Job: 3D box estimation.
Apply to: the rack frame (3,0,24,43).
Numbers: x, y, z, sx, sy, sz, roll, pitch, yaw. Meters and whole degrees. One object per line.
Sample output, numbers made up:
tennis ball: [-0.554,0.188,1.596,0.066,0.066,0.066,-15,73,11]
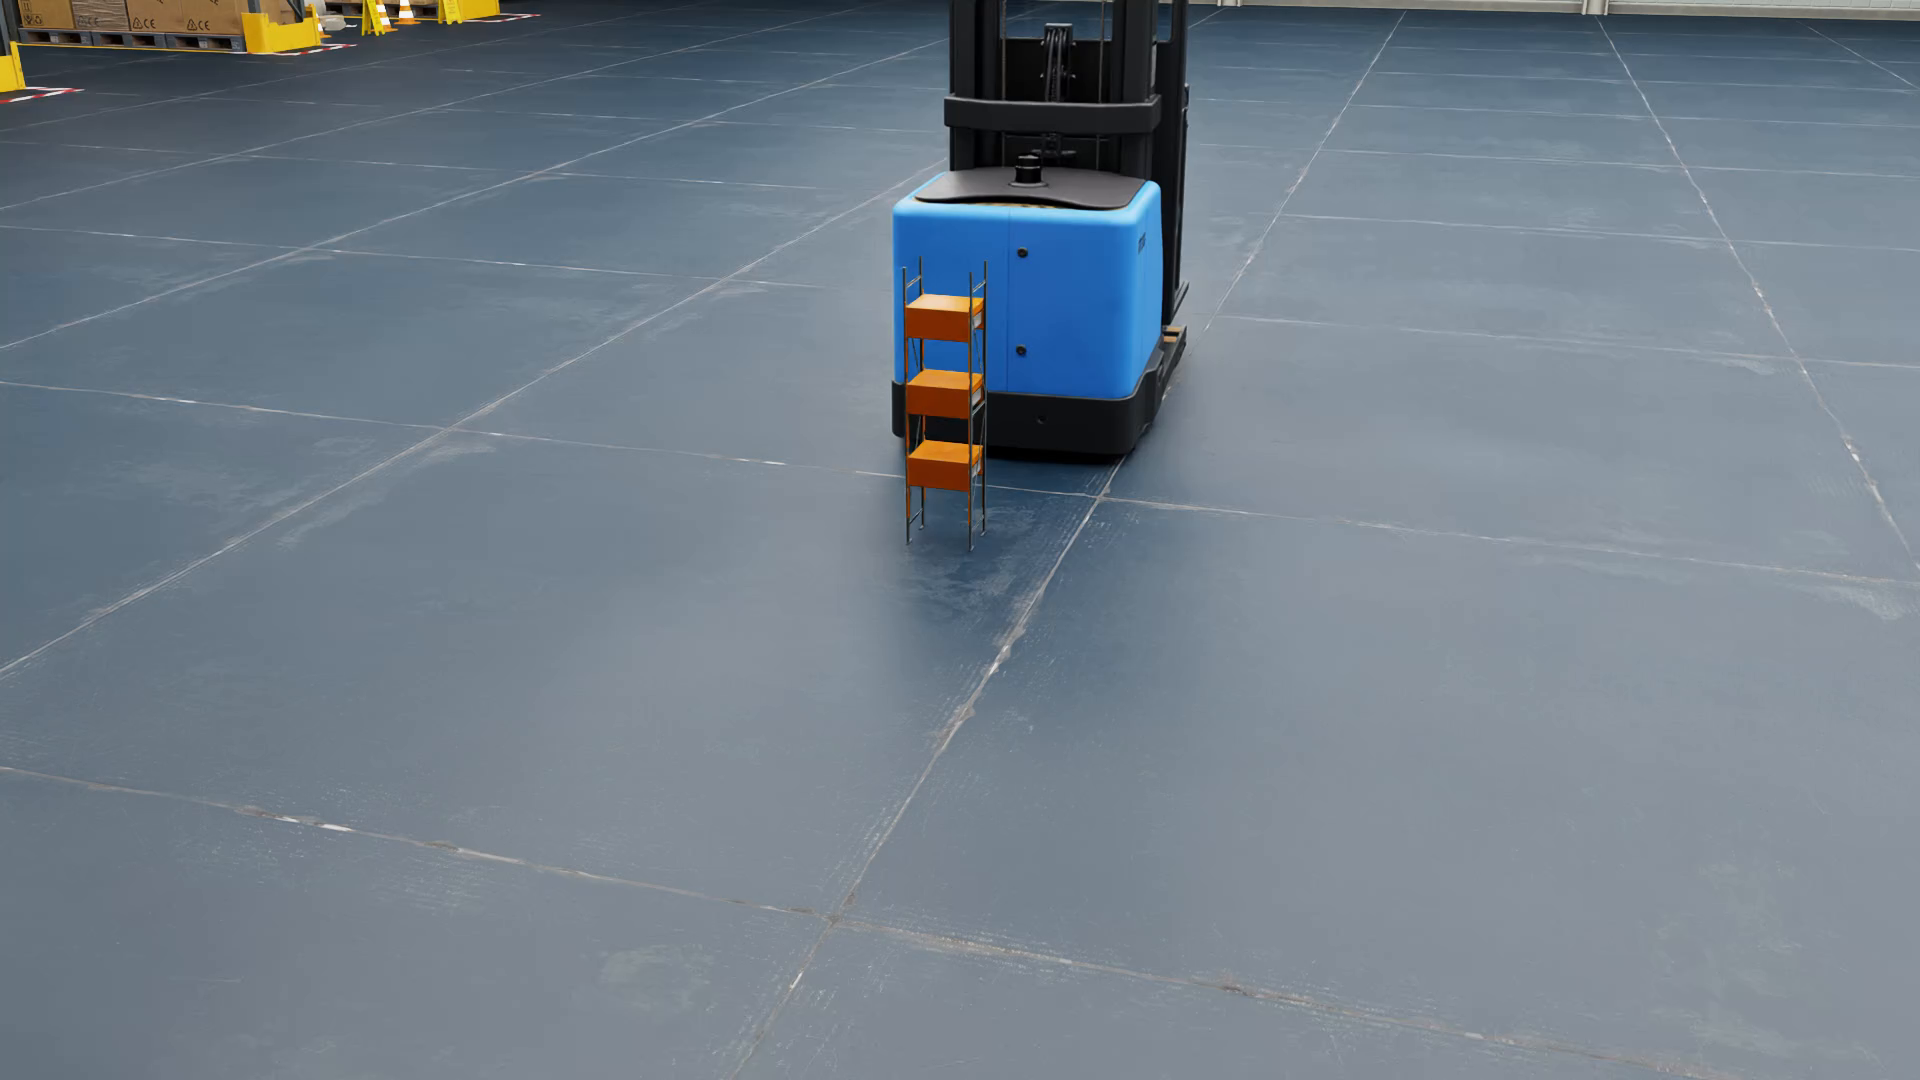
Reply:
rack frame: [-12.961,-8.459,22.940,0.127,3.000,1.000,7,23,16]

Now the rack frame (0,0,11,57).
rack frame: [-10.661,-6.230,17.505,0.127,3.000,1.000,7,23,16]

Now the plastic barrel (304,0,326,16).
plastic barrel: [-10.213,-8.315,25.983,0.512,0.421,0.421,-14,26,-30]

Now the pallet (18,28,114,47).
pallet: [-12.256,-7.057,23.197,1.213,0.211,1.003,7,23,15]

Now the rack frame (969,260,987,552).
rack frame: [0.066,-0.478,6.052,0.008,1.050,0.200,7,23,16]

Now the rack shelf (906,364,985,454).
rack shelf: [-0.051,-0.482,6.089,0.240,0.259,0.215,7,23,16]

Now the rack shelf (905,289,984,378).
rack shelf: [-0.051,-0.744,5.981,0.240,0.259,0.215,7,23,16]

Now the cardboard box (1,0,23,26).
cardboard box: [-13.581,-7.648,23.374,0.750,0.750,1.050,6,23,15]

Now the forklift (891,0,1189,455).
forklift: [0.548,-2.242,7.873,1.130,2.935,3.031,5,23,12]

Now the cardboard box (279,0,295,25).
cardboard box: [-10.211,-7.948,24.984,0.637,0.503,0.797,-9,24,-21]

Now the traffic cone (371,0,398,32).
traffic cone: [-8.578,-7.795,24.663,0.334,0.463,0.336,7,23,16]

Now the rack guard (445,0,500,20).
rack guard: [-7.871,-8.682,26.778,0.348,0.500,1.175,7,23,16]

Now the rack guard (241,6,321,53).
rack guard: [-9.109,-6.862,22.339,0.348,0.500,1.175,7,23,16]

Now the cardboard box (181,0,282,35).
cardboard box: [-9.800,-7.283,22.318,0.875,0.875,0.875,7,23,16]

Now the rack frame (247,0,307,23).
rack frame: [-9.132,-8.021,21.872,0.127,3.000,1.000,7,23,16]

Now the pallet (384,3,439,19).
pallet: [-8.639,-8.651,27.081,1.213,0.211,1.003,7,23,16]

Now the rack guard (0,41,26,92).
rack guard: [-10.734,-5.082,18.000,0.348,0.500,1.175,7,23,16]

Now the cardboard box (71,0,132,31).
cardboard box: [-11.515,-7.479,22.796,0.875,0.875,0.875,7,23,16]

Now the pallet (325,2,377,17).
pallet: [-9.803,-8.785,27.409,1.213,0.211,1.003,7,23,16]

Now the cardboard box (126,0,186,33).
cardboard box: [-10.643,-7.378,22.551,0.875,0.875,0.875,6,23,15]

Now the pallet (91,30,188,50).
pallet: [-11.084,-6.924,22.873,1.213,0.211,1.003,7,23,15]

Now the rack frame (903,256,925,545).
rack frame: [-0.168,-0.505,6.118,0.008,1.050,0.200,7,23,16]

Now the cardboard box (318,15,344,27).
cardboard box: [-9.636,-7.921,25.385,0.380,0.149,0.250,-20,29,-39]

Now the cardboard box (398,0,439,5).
cardboard box: [-8.673,-8.746,26.709,0.500,0.250,0.500,6,23,15]

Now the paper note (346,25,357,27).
paper note: [-9.279,-7.837,25.336,0.142,0.019,0.148,-1,22,-3]

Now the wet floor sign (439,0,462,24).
wet floor sign: [-7.926,-8.332,25.731,0.232,0.644,0.267,16,27,34]

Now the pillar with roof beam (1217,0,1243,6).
pillar with roof beam: [3.470,-11.934,23.506,0.400,9.000,9.100,7,23,16]

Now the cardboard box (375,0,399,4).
cardboard box: [-9.144,-8.803,26.848,0.500,0.250,0.500,7,23,16]

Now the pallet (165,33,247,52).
pallet: [-9.920,-6.790,22.545,1.213,0.211,1.003,7,23,15]

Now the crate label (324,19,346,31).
crate label: [-9.349,-7.708,24.880,0.298,0.136,0.250,-5,23,-12]

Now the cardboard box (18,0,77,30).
cardboard box: [-12.379,-7.576,23.034,0.875,0.875,0.875,7,23,16]

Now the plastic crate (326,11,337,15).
plastic crate: [-10.362,-8.448,26.760,0.583,0.080,0.402,-1,22,-3]

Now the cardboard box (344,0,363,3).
cardboard box: [-9.646,-8.858,26.983,0.500,0.250,0.500,6,23,14]

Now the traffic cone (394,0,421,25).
traffic cone: [-8.583,-8.235,25.737,0.334,0.463,0.336,7,23,16]

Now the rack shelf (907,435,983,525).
rack shelf: [-0.051,-0.225,6.195,0.240,0.259,0.215,7,23,16]

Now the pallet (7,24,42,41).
pallet: [-13.722,-7.226,23.609,1.213,0.211,1.003,7,23,16]

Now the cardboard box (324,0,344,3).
cardboard box: [-10.118,-8.917,27.125,0.500,0.250,0.500,6,23,15]

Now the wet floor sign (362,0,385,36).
wet floor sign: [-8.532,-7.648,24.064,0.232,0.644,0.267,3,22,6]

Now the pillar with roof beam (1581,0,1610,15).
pillar with roof beam: [9.215,-11.276,21.903,0.400,9.000,9.100,7,23,16]

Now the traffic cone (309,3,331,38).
traffic cone: [-9.230,-7.421,23.753,0.334,0.463,0.336,7,23,16]

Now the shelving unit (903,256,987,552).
shelving unit: [-0.051,-0.492,6.085,0.252,1.050,0.215,7,23,16]
